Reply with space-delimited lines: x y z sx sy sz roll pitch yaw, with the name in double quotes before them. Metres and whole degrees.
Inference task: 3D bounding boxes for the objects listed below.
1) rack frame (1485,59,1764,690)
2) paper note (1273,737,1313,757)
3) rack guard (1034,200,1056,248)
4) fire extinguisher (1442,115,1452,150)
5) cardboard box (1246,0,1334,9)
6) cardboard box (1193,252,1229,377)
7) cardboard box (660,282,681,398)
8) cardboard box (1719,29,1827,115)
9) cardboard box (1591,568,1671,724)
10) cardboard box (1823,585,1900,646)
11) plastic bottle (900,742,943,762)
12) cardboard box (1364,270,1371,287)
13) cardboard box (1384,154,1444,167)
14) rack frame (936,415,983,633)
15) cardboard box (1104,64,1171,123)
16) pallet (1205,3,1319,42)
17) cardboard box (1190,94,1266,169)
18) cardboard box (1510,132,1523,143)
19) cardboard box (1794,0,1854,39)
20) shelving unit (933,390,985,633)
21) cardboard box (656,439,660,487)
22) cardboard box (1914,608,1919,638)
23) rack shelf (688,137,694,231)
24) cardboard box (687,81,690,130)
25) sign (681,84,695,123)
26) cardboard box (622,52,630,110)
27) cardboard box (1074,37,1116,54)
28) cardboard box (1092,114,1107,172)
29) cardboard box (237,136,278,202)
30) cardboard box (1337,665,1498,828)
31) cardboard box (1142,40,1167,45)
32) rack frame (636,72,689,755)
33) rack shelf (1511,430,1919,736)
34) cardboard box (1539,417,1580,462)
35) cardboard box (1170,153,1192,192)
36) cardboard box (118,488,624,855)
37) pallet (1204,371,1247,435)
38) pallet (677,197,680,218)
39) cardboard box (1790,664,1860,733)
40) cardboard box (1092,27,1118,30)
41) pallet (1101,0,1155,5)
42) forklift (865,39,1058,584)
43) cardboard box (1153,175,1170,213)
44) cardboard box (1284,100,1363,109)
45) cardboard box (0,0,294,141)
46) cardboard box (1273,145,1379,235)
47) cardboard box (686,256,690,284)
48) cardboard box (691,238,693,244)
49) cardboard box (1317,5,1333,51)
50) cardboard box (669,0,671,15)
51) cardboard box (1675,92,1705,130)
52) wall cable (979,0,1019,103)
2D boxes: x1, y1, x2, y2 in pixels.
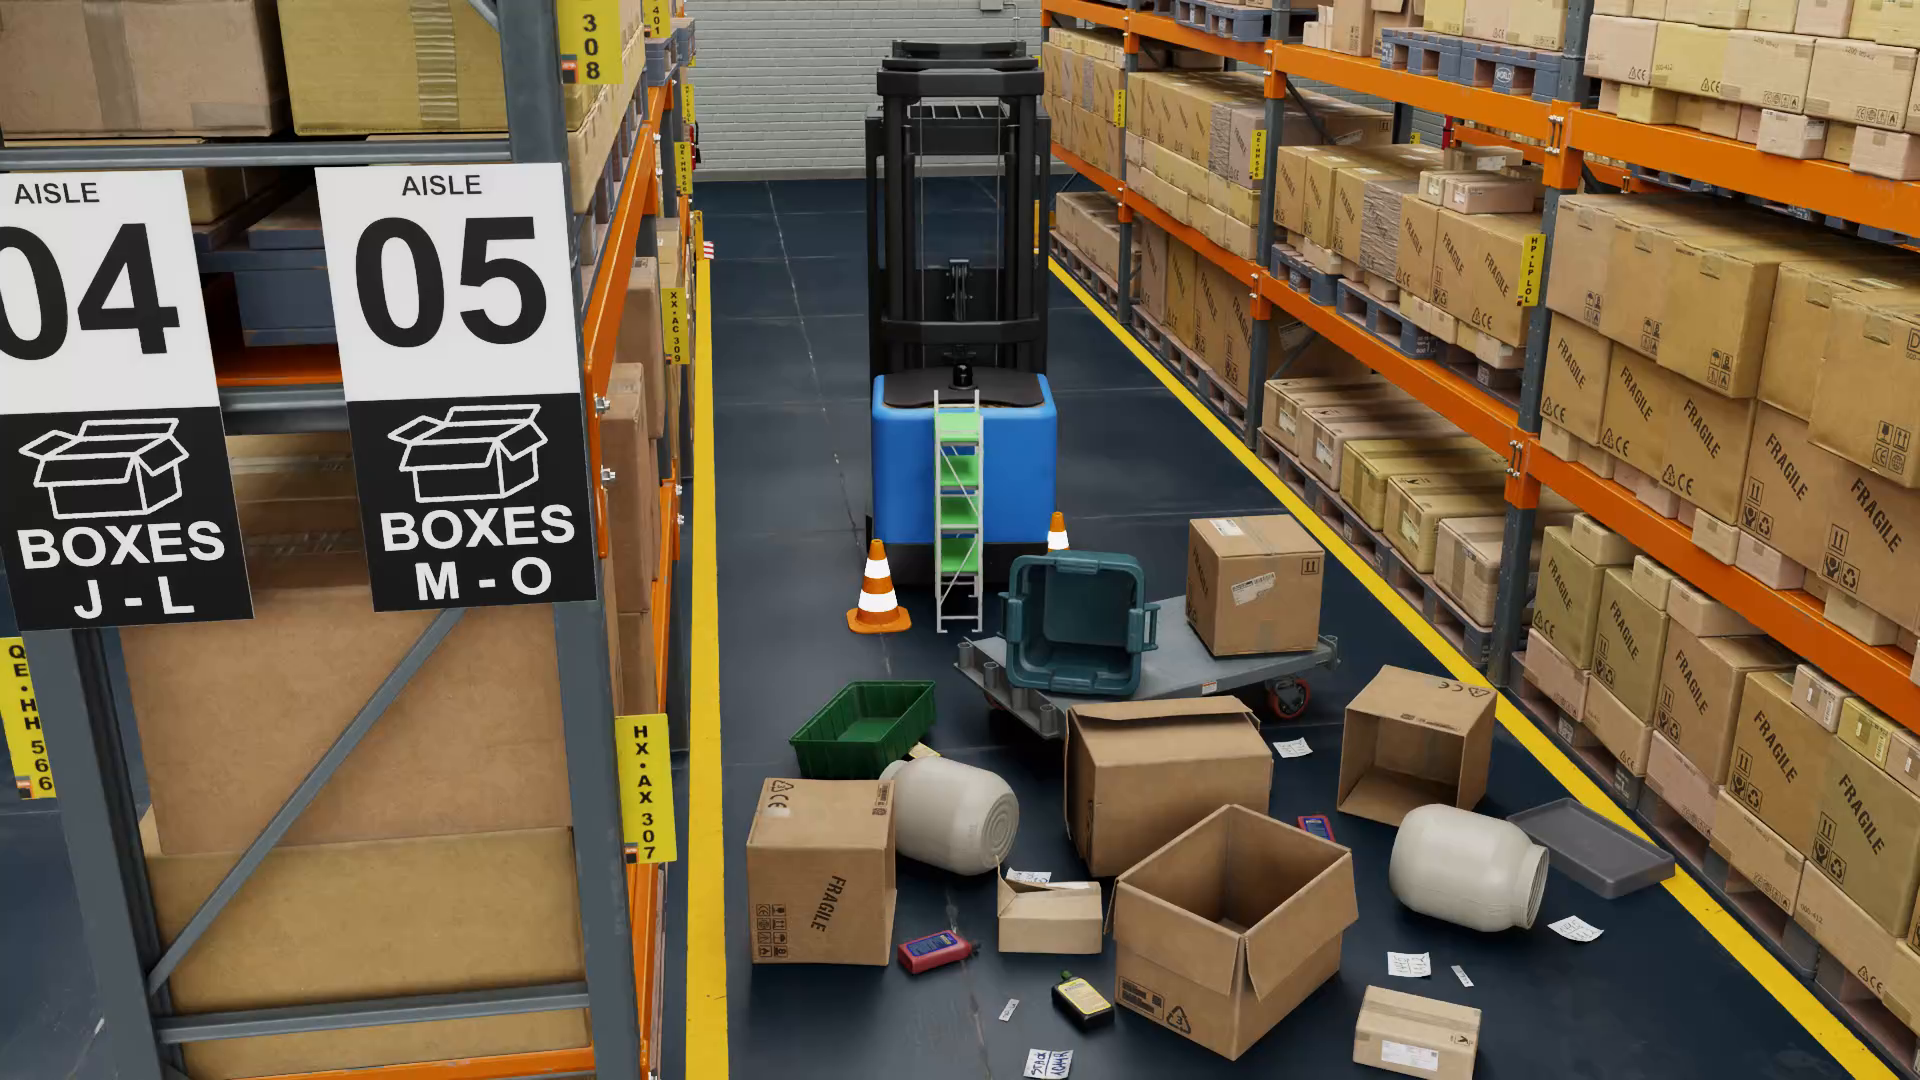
"rack frame" 3.141 -0.710 7.830 1.000 3.000 0.127 -3 21 -8
"paper note" 1.529 0.950 7.628 0.148 0.019 0.142 -3 21 -8
"rack guard" 1.408 -3.702 19.414 1.175 0.500 0.348 -3 21 -8
"fire extinguisher" 5.844 -4.933 19.781 0.296 0.674 0.183 -3 21 -8
"cardboard box" 2.361 -3.868 11.251 0.797 0.503 0.637 -4 21 -11
"cardboard box" 2.423 -1.849 13.316 0.875 0.875 0.875 -3 21 -7
"cardboard box" -1.695 -1.016 8.506 0.500 0.500 0.500 -3 21 -8
"cardboard box" 3.077 -1.666 5.892 0.500 0.250 0.500 -3 21 -7
"cardboard box" 3.048 0.433 7.029 0.500 0.500 0.500 -2 21 -6
"cardboard box" 3.199 0.234 5.660 0.380 0.149 0.250 -3 21 -8
"plastic bottle" -0.209 0.971 7.530 0.133 0.061 0.283 -15 25 -35
"cardboard box" 2.639 -1.584 9.929 0.380 0.149 0.250 -2 21 -6
"cardboard box" 2.991 -2.156 10.534 0.500 0.500 0.500 -3 21 -9
"rack frame" -0.002 -0.071 8.690 0.240 1.200 0.015 -1 20 -2
"cardboard box" 1.647 -4.145 15.454 0.500 0.500 0.500 -3 21 -8
"pallet" 2.419 -3.632 11.636 1.213 0.211 1.003 -2 21 -5
"cardboard box" 2.084 -3.126 12.726 0.500 0.500 0.500 -3 21 -8
"cardboard box" 6.235 -4.423 18.129 0.380 0.149 0.250 -4 21 -9
"cardboard box" 3.106 -1.797 5.674 0.380 0.149 0.250 -3 21 -9
"shelving unit" -0.011 -0.156 8.919 0.258 1.200 0.503 -1 20 -2
"cardboard box" -1.677 -0.369 6.702 0.875 0.550 0.550 -3 21 -8
"cardboard box" 3.299 0.141 4.983 0.500 0.500 0.500 -3 21 -8
"rack shelf" -3.184 -3.551 16.464 1.077 0.370 4.000 -3 21 -8
"cardboard box" -3.153 -4.624 17.741 0.500 0.500 0.500 -2 21 -7
"sign" -2.347 -3.767 14.360 0.100 0.325 0.005 -3 21 -8
"cardboard box" -1.153 -1.318 4.787 0.380 0.149 0.250 -3 21 -8
"cardboard box" 1.371 -5.008 16.839 0.380 0.149 0.250 -3 21 -9
"cardboard box" 1.589 -3.852 16.101 0.500 0.500 0.500 -3 21 -9
"cardboard box" -1.585 -0.757 3.285 0.380 0.149 0.250 -3 21 -7
"cardboard box" 1.949 0.899 7.090 0.500 0.500 0.500 12 24 29
"cardboard box" 1.966 -4.861 16.445 0.380 0.149 0.250 -3 21 -8
"rack frame" -1.743 -0.425 7.068 1.000 3.000 0.127 -3 21 -8
"rack shelf" 3.430 0.319 6.102 1.077 0.370 4.000 -3 21 -8
"cardboard box" 2.869 -0.467 7.539 0.380 0.149 0.250 -3 21 -8
"cardboard box" 1.997 -2.947 13.320 0.500 0.250 0.500 -4 21 -9
"cardboard box" -1.181 0.253 3.494 0.875 0.550 0.550 -3 21 -8
"pallet" 2.526 -1.066 12.767 1.003 0.211 1.213 -3 21 -8
"pallet" -2.645 -2.404 12.639 1.003 0.211 1.213 -3 21 -8
"cardboard box" 3.156 0.545 5.802 0.380 0.149 0.250 -2 21 -5
"cardboard box" 1.661 -5.570 18.343 0.380 0.149 0.250 -3 21 -7
"pallet" 1.880 -5.127 15.497 1.003 0.211 1.213 -3 21 -8
"forklift" -0.020 -1.591 10.287 1.130 2.935 3.031 -1 20 -2
"cardboard box" 1.924 -2.887 13.872 0.500 0.250 0.500 -3 21 -8
"cardboard box" 2.654 -2.965 12.295 0.500 0.500 0.500 -3 21 -8
"cardboard box" -1.513 -0.914 3.135 0.500 0.250 0.500 -3 21 -7
"cardboard box" 2.400 -2.310 10.947 0.500 0.500 0.500 -4 21 -9
"cardboard box" -2.477 -2.149 13.582 0.500 0.250 0.500 -2 21 -5
"cardboard box" -2.950 -3.054 17.155 0.380 0.149 0.250 -3 21 -7
"cardboard box" 2.479 -3.231 10.485 0.396 0.266 0.258 -3 21 -8
"cardboard box" -1.872 -3.071 9.248 0.500 0.311 0.500 -3 21 -8
"cardboard box" 3.071 -1.704 6.562 0.380 0.149 0.250 -3 21 -8
"wall cable" 0.575 -7.307 23.995 0.585 1.953 0.123 -3 21 -8
